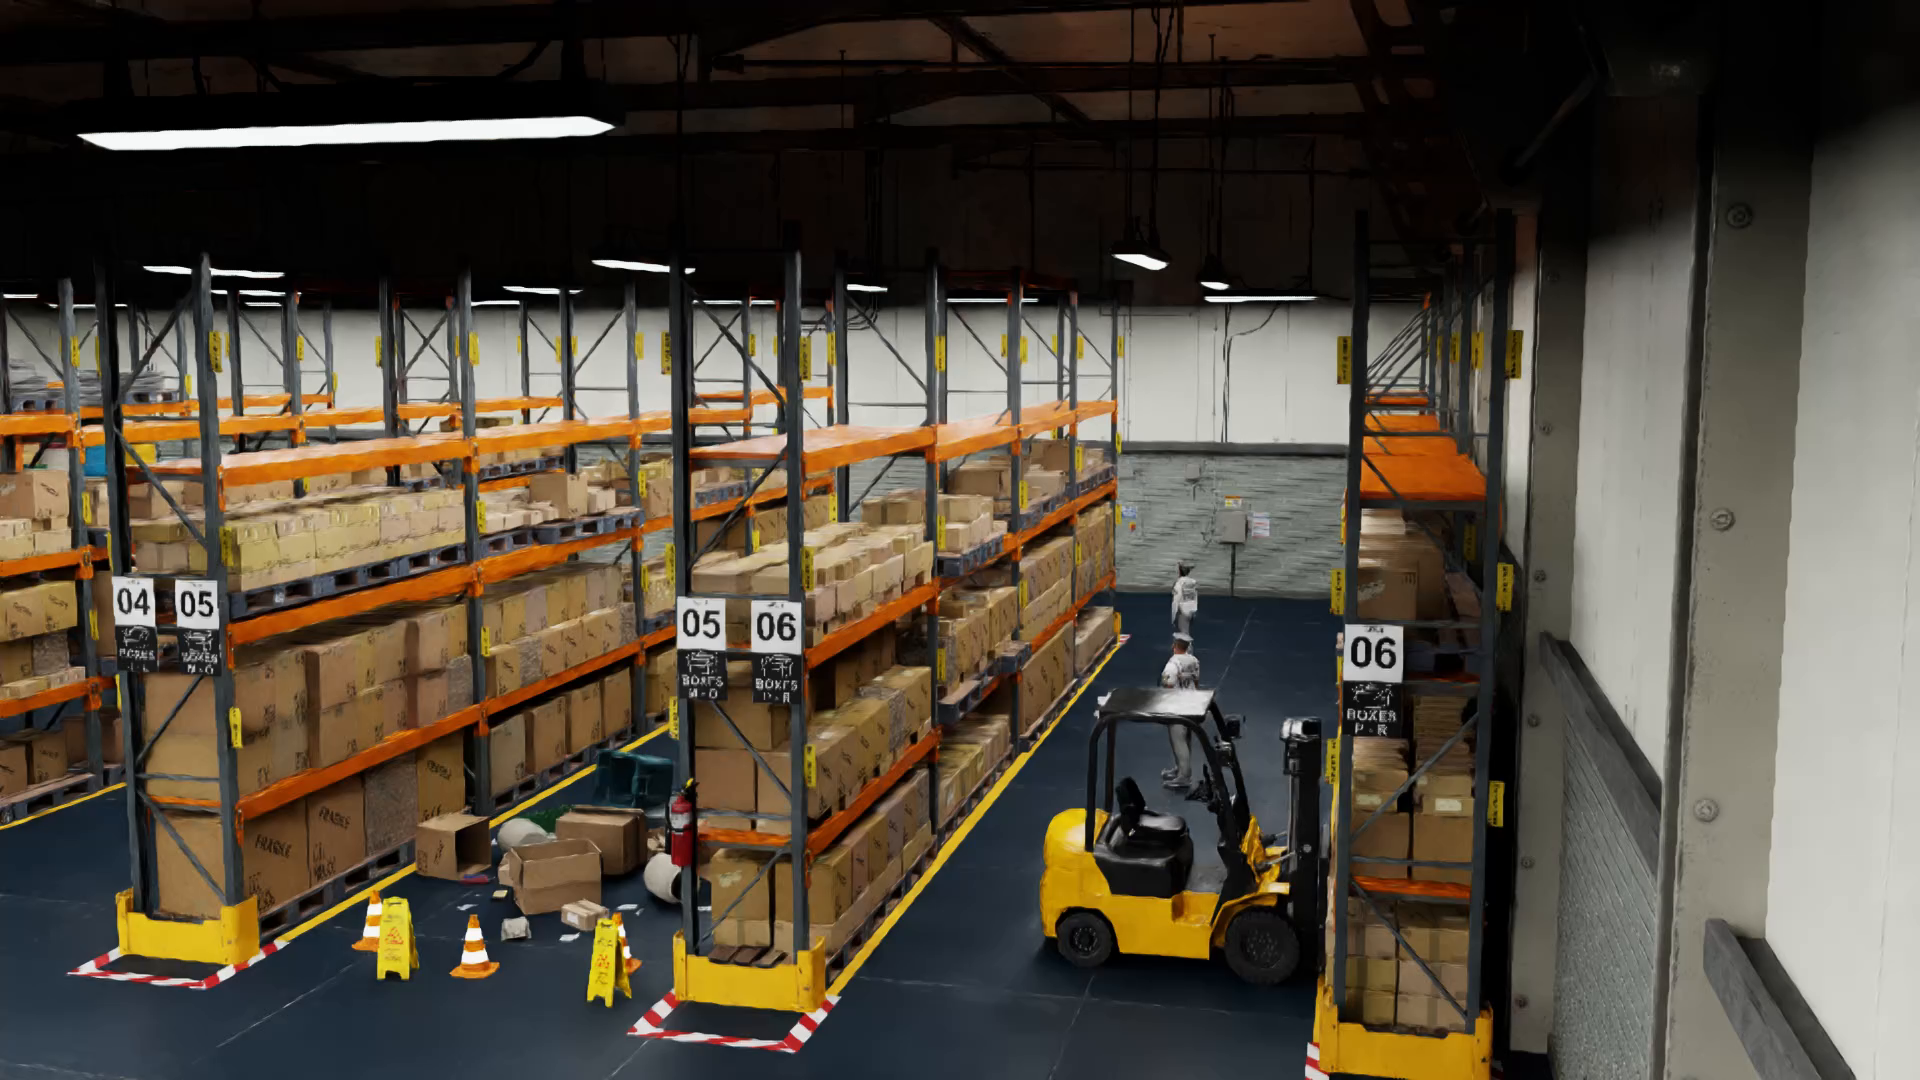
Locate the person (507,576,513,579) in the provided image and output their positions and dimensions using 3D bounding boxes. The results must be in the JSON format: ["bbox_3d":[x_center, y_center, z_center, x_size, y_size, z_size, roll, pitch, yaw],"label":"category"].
[{"bbox_3d":[-6.833,1.317,25.486,0.417,1.478,1.036,2,7,16],"label":"person"}]

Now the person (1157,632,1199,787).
[{"bbox_3d":[2.530,1.940,19.297,0.550,1.754,0.623,6,9,41],"label":"person"}]

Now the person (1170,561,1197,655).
[{"bbox_3d":[3.483,1.163,25.967,0.555,1.664,0.585,6,9,39],"label":"person"}]
